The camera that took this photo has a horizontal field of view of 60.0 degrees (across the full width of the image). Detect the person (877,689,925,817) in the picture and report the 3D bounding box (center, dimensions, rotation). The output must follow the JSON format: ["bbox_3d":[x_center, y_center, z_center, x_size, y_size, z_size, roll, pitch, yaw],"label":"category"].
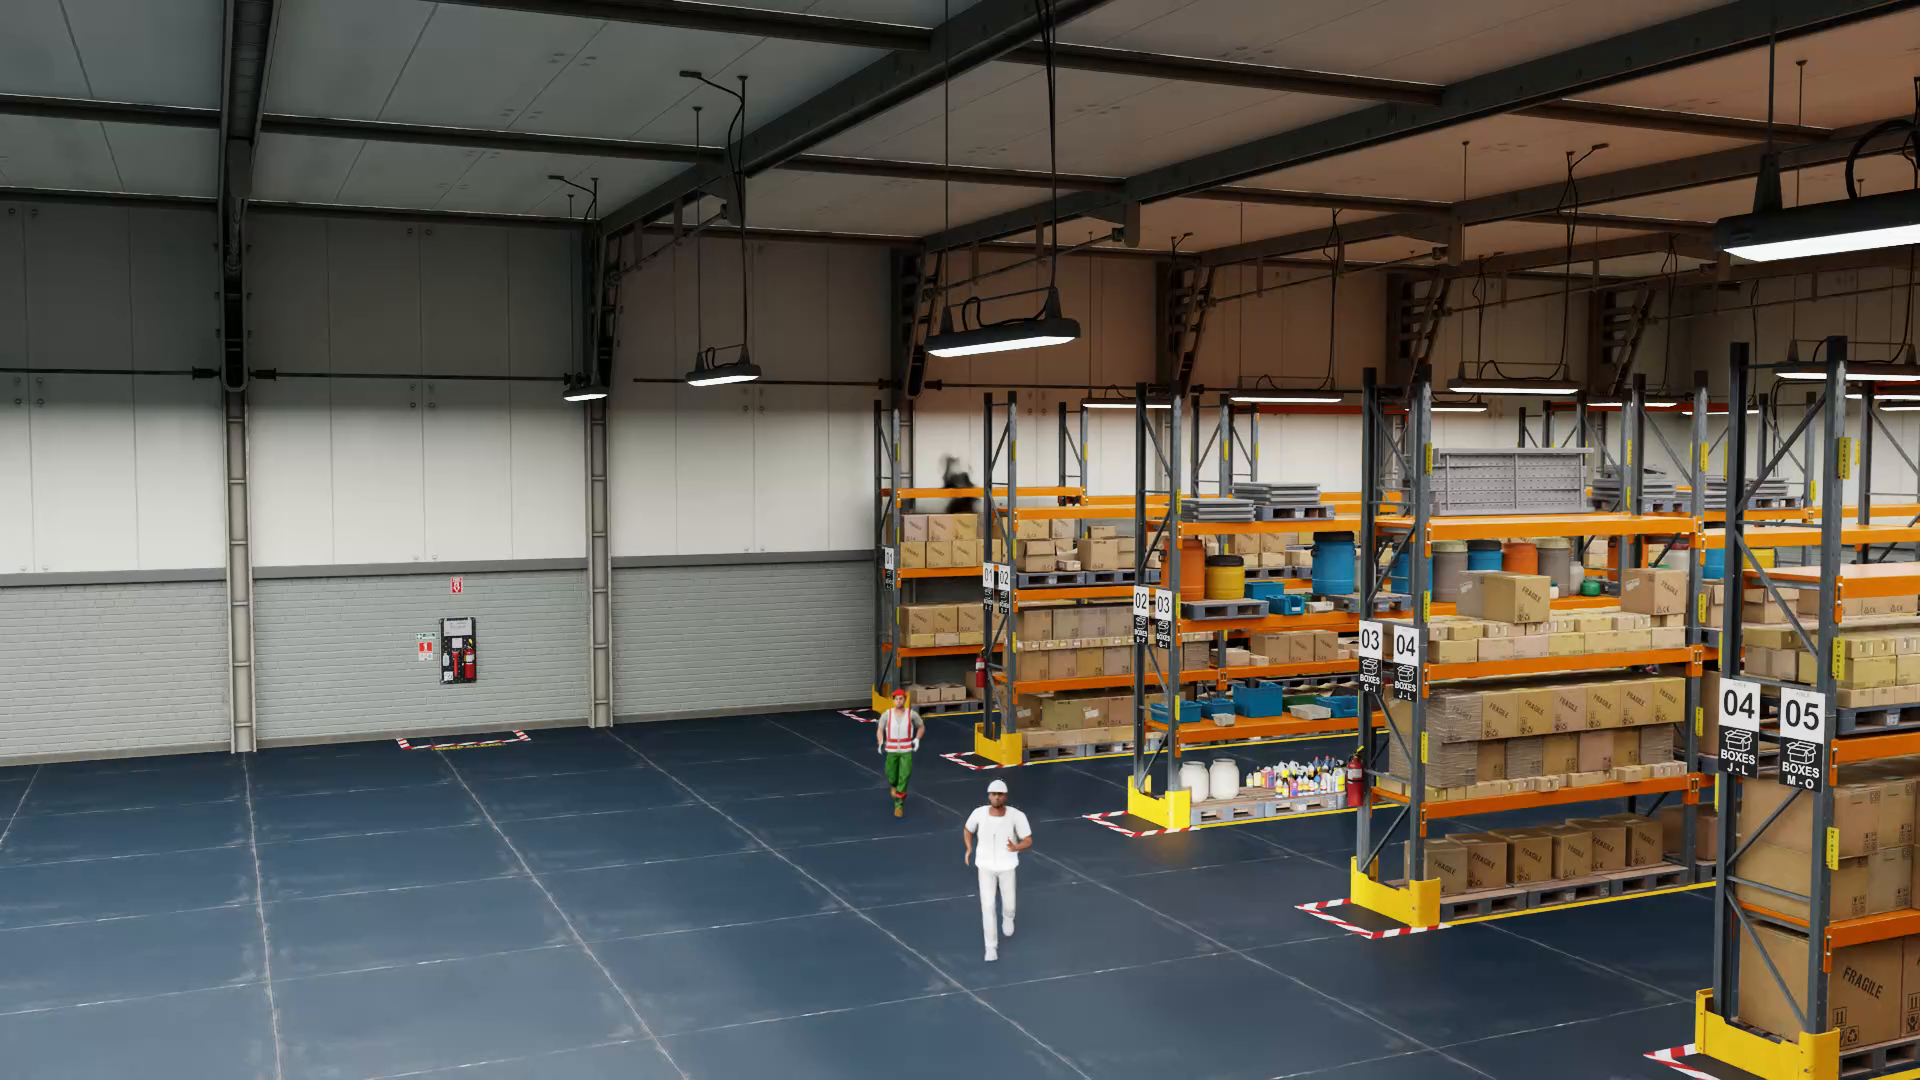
[{"bbox_3d":[-0.826,2.950,23.242,0.667,1.748,0.731,0,3,2],"label":"person"}]

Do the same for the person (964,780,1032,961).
[{"bbox_3d":[0.377,3.301,16.847,0.713,1.747,0.933,0,3,5],"label":"person"}]
